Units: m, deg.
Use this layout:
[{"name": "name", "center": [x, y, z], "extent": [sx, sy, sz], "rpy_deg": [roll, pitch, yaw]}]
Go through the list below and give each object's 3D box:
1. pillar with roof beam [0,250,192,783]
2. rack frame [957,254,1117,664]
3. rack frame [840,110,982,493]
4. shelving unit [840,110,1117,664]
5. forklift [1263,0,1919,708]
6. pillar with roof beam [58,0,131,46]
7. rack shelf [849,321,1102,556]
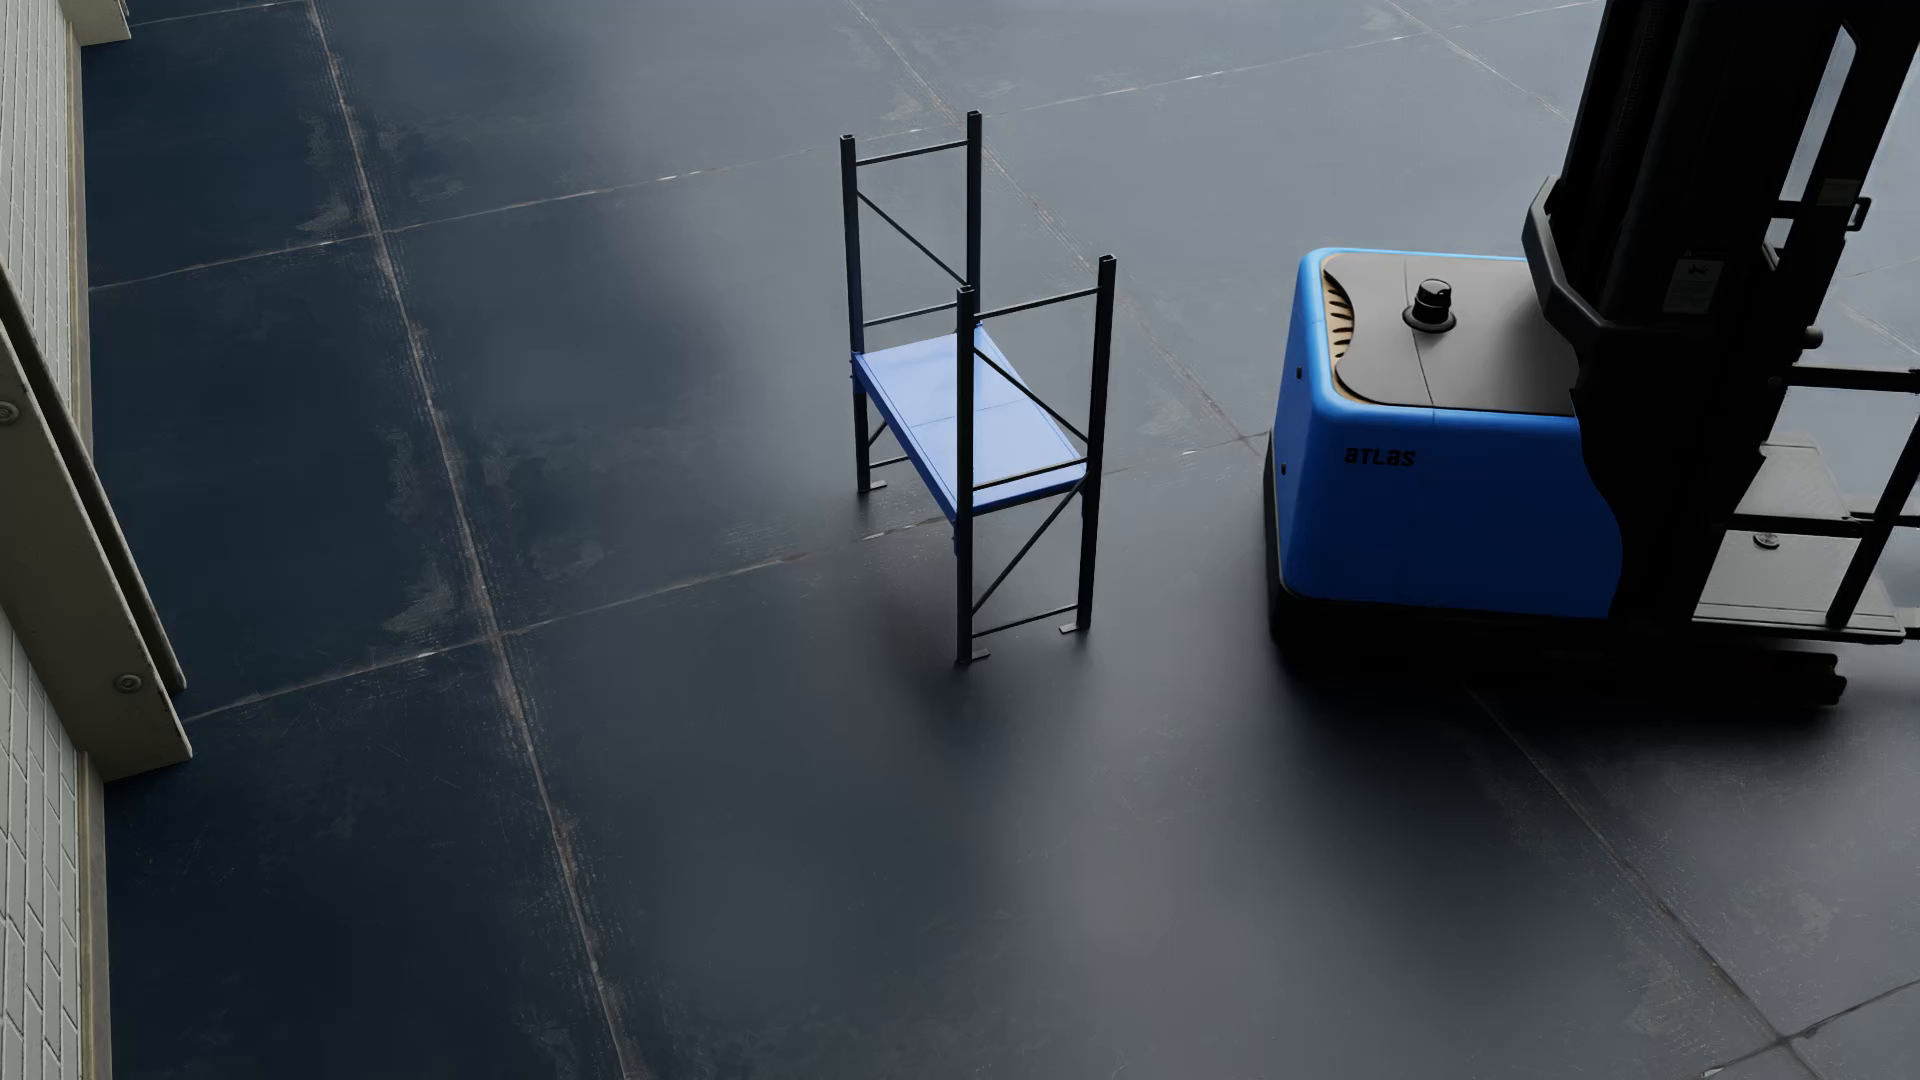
[{"name": "pillar with roof beam", "center": [1.256, -3.855, 3.831], "extent": [9.100, 9.000, 0.400], "rpy_deg": [-15, 43, -17]}, {"name": "rack frame", "center": [0.227, -0.211, 5.345], "extent": [0.500, 1.500, 0.032], "rpy_deg": [-15, 43, -17]}, {"name": "rack frame", "center": [-0.162, -0.824, 6.057], "extent": [0.500, 1.500, 0.032], "rpy_deg": [-15, 43, -17]}, {"name": "shelving unit", "center": [0.033, -0.517, 5.701], "extent": [0.538, 1.500, 1.048], "rpy_deg": [-15, 43, -17]}, {"name": "forklift", "center": [2.630, -0.913, 5.064], "extent": [3.031, 2.935, 1.130], "rpy_deg": [4, 41, 5]}, {"name": "pillar with roof beam", "center": [-1.040, -7.469, 8.034], "extent": [9.100, 9.000, 0.400], "rpy_deg": [-15, 43, -17]}, {"name": "rack shelf", "center": [0.033, -0.381, 5.819], "extent": [0.538, 0.185, 1.000], "rpy_deg": [-15, 43, -17]}]
